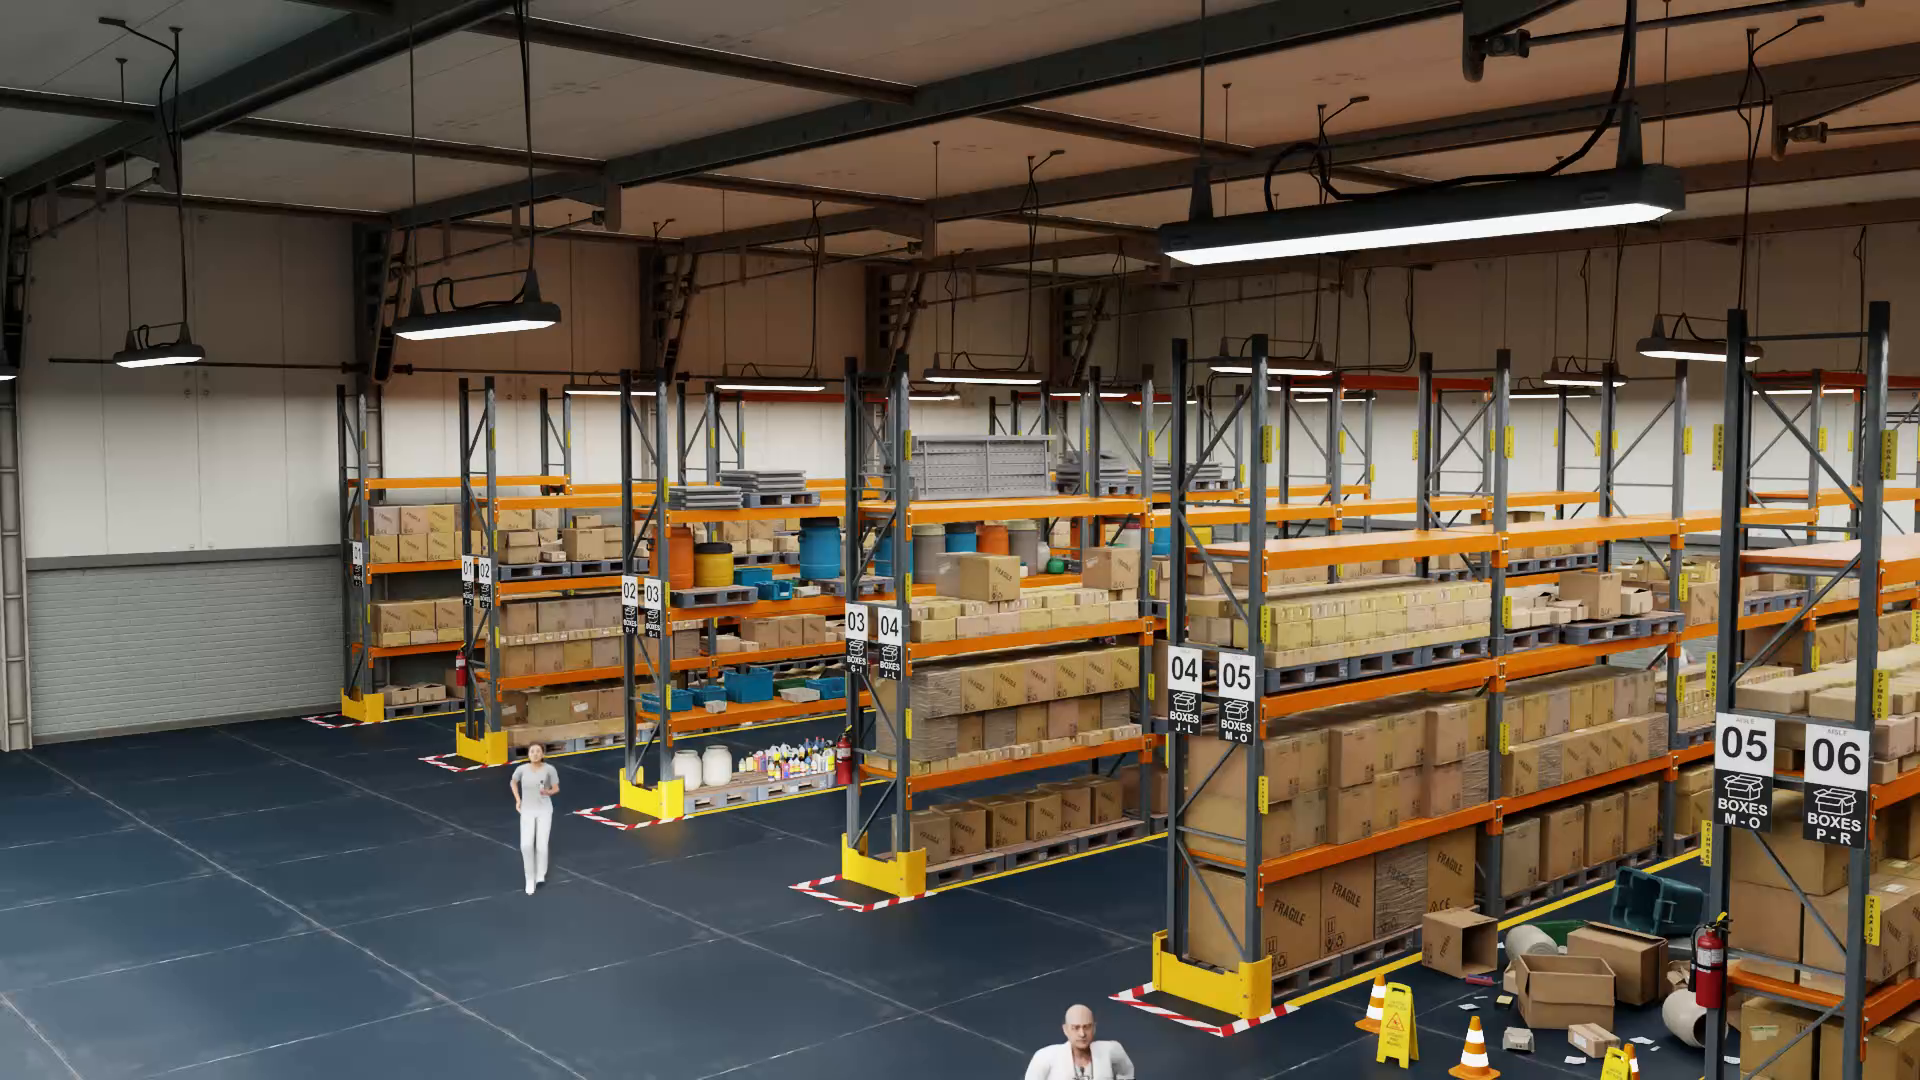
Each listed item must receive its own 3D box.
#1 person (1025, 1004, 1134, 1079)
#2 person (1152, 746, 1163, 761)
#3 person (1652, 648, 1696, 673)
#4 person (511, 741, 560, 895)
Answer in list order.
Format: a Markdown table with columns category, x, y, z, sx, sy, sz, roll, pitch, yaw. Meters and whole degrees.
| category | x | y | z | sx | sy | sz | roll | pitch | yaw |
| --- | --- | --- | --- | --- | --- | --- | --- | --- | --- |
| person | 0.694 | 3.647 | 9.830 | 0.688 | 1.835 | 0.830 | 0 | 4 | 3 |
| person | 2.879 | 2.691 | 24.997 | 0.590 | 1.721 | 0.726 | 4 | 5 | 44 |
| person | 12.202 | 2.447 | 28.369 | 0.720 | 1.720 | 0.656 | 0 | 4 | 7 |
| person | -4.766 | 3.108 | 18.675 | 0.544 | 1.705 | 0.673 | -1 | 4 | -13 |
